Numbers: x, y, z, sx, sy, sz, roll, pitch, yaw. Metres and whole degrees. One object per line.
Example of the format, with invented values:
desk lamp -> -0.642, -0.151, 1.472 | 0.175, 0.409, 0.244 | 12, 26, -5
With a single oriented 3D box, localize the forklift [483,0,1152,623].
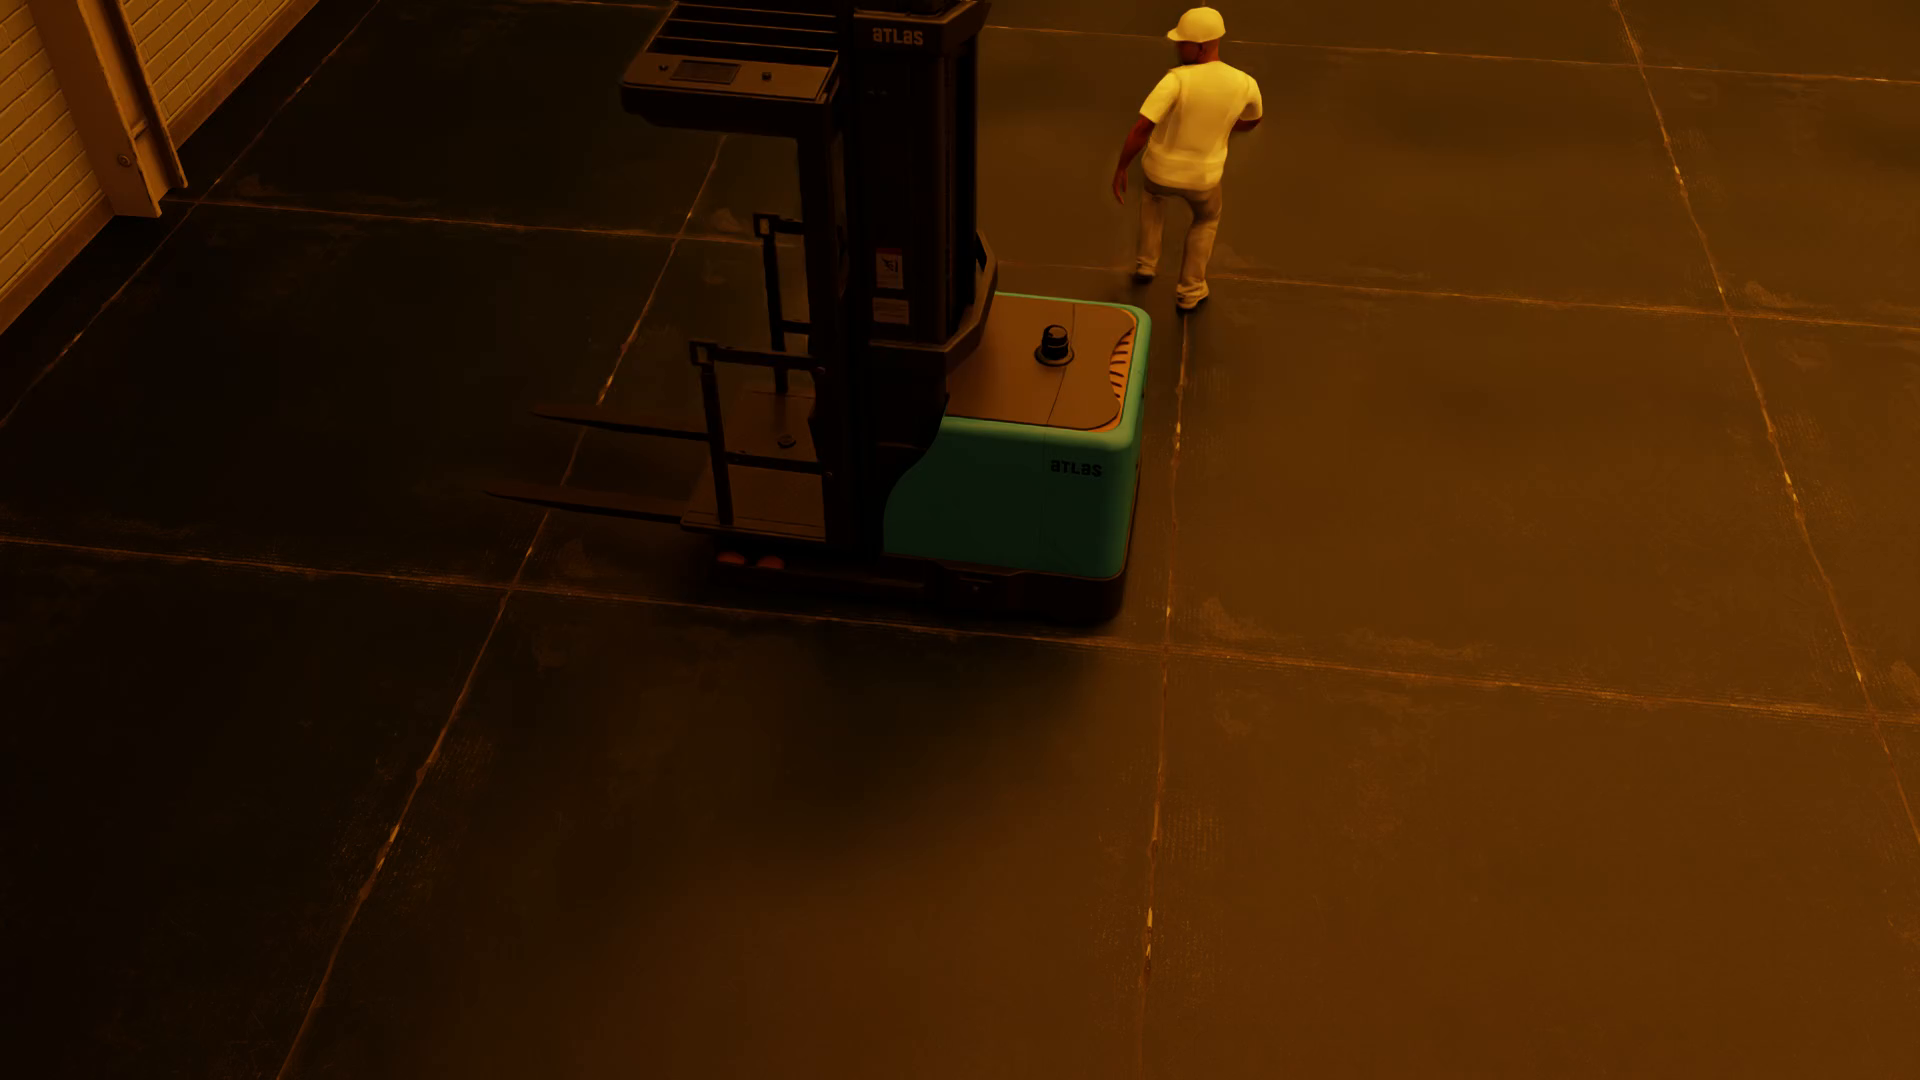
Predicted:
forklift -> -0.695, -1.190, 7.020 | 3.031, 2.935, 1.130 | 7, 43, 7

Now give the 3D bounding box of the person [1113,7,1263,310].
person -> 1.196, -1.994, 8.834 | 0.753, 1.712, 0.753 | 4, 43, 4
